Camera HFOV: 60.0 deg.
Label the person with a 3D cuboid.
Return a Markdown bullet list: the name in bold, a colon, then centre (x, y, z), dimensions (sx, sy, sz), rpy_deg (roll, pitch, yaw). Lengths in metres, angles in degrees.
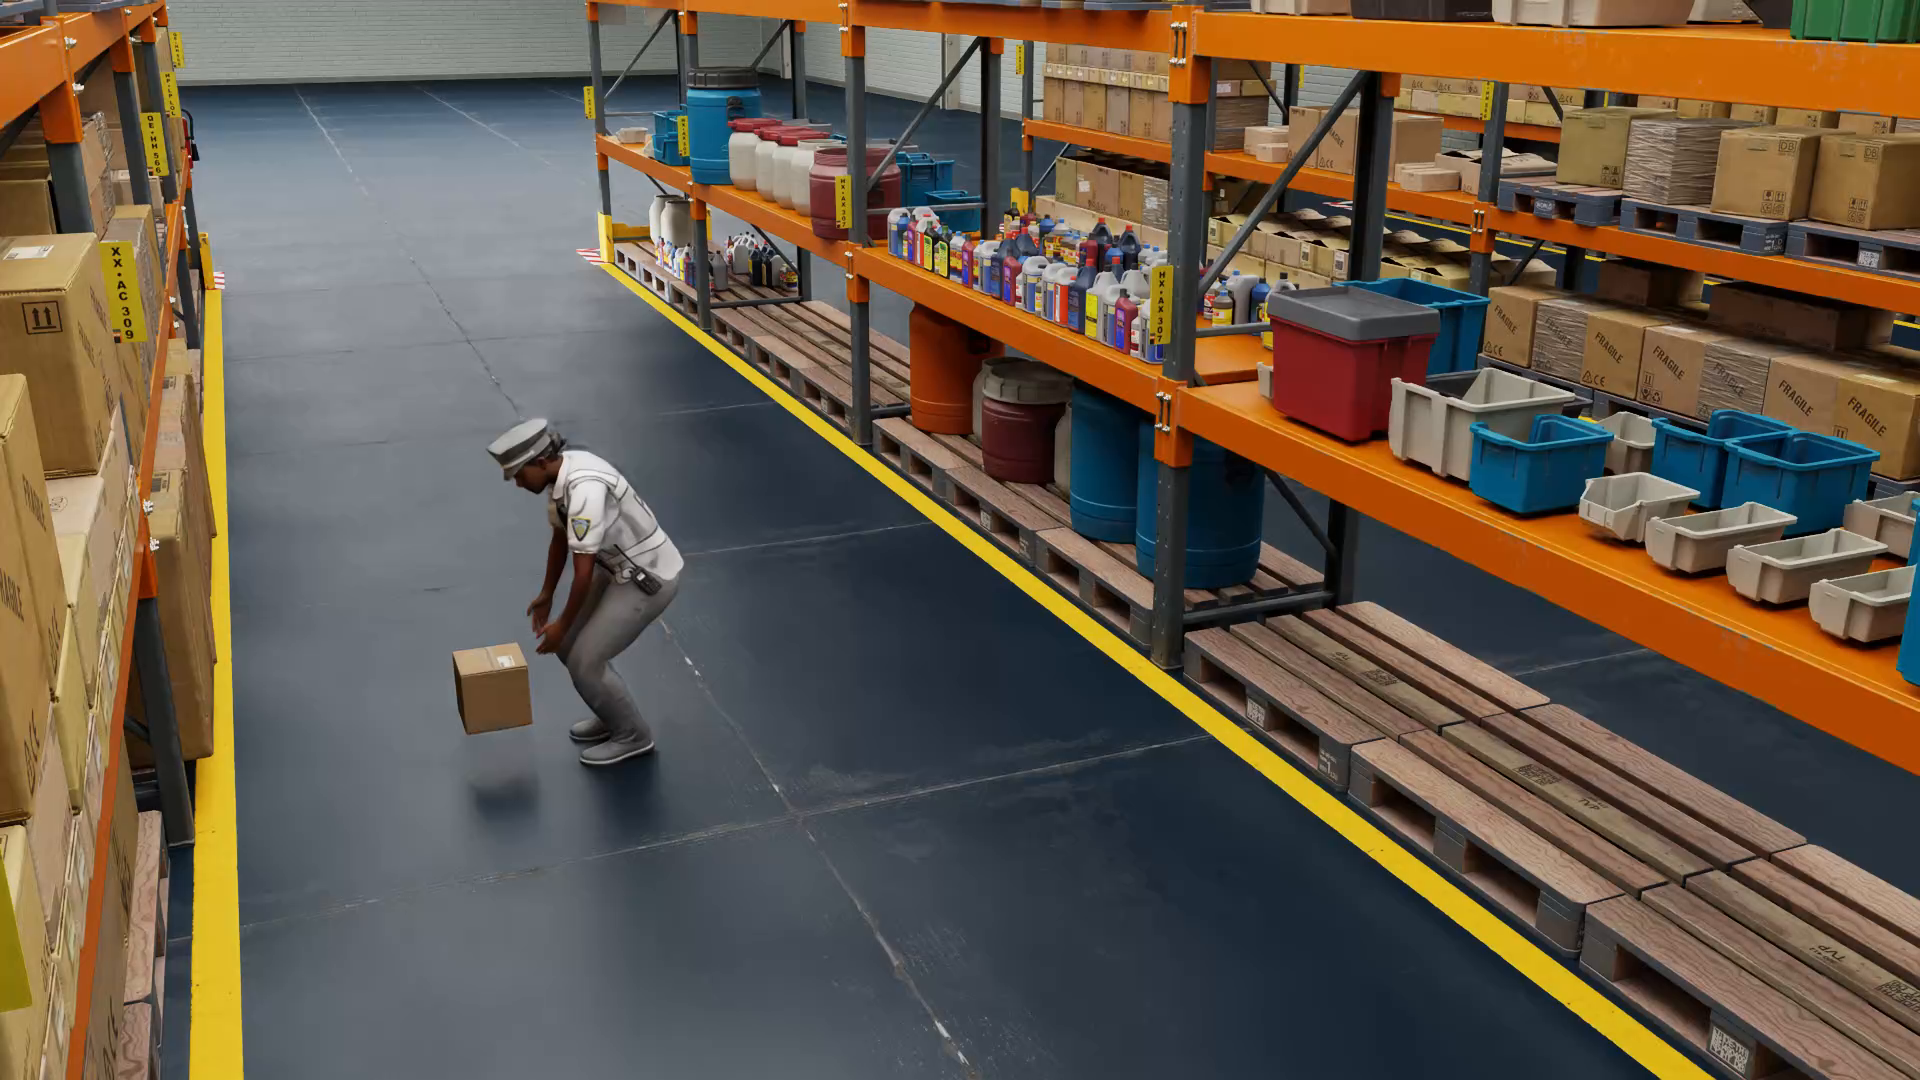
- **person**: centre (-1.421, 0.191, 6.448), dimensions (0.707, 1.388, 0.496), rpy_deg (-8, 20, -22)
